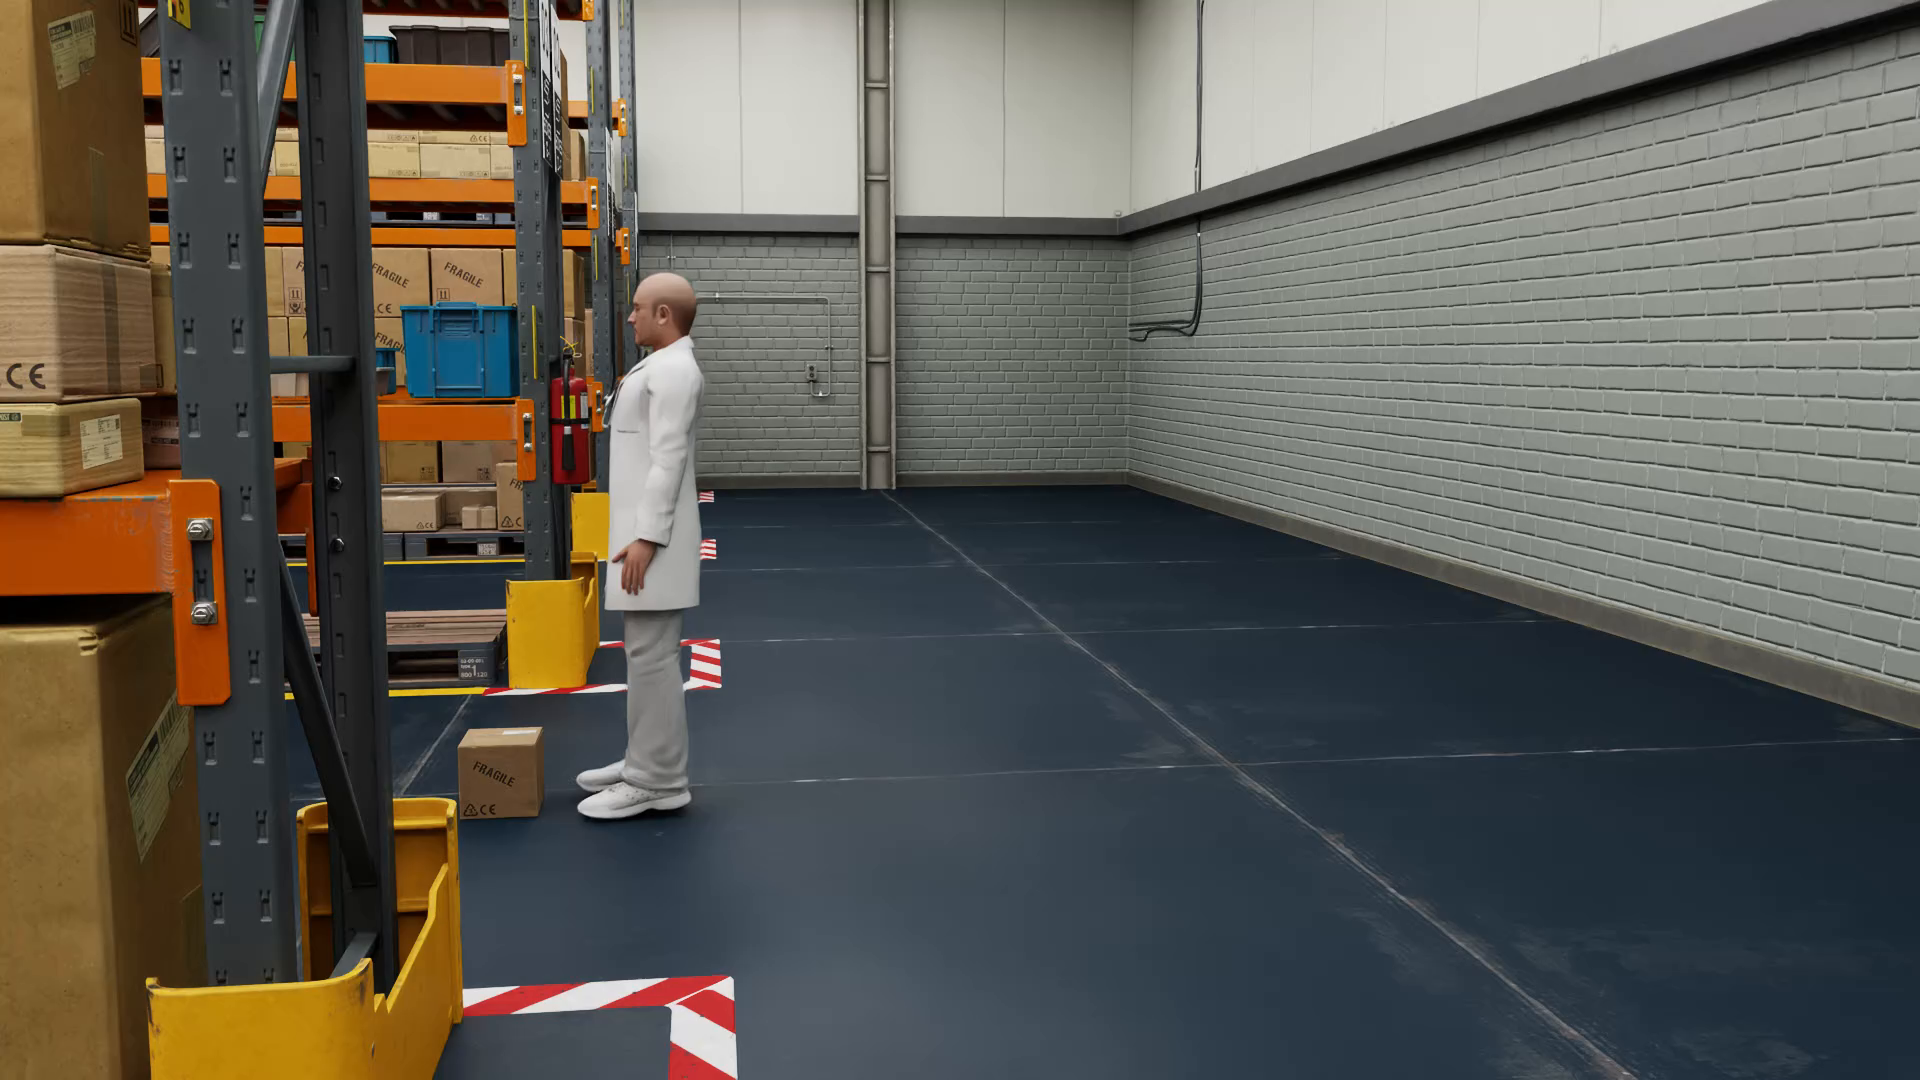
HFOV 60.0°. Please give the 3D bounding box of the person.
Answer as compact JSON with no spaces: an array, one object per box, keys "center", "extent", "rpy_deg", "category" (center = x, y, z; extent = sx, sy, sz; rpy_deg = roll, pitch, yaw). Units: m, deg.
[{"center":[-1.085,0.005,5.606],"extent":[0.463,1.791,0.619],"rpy_deg":[-1,6,-9],"category":"person"}]
